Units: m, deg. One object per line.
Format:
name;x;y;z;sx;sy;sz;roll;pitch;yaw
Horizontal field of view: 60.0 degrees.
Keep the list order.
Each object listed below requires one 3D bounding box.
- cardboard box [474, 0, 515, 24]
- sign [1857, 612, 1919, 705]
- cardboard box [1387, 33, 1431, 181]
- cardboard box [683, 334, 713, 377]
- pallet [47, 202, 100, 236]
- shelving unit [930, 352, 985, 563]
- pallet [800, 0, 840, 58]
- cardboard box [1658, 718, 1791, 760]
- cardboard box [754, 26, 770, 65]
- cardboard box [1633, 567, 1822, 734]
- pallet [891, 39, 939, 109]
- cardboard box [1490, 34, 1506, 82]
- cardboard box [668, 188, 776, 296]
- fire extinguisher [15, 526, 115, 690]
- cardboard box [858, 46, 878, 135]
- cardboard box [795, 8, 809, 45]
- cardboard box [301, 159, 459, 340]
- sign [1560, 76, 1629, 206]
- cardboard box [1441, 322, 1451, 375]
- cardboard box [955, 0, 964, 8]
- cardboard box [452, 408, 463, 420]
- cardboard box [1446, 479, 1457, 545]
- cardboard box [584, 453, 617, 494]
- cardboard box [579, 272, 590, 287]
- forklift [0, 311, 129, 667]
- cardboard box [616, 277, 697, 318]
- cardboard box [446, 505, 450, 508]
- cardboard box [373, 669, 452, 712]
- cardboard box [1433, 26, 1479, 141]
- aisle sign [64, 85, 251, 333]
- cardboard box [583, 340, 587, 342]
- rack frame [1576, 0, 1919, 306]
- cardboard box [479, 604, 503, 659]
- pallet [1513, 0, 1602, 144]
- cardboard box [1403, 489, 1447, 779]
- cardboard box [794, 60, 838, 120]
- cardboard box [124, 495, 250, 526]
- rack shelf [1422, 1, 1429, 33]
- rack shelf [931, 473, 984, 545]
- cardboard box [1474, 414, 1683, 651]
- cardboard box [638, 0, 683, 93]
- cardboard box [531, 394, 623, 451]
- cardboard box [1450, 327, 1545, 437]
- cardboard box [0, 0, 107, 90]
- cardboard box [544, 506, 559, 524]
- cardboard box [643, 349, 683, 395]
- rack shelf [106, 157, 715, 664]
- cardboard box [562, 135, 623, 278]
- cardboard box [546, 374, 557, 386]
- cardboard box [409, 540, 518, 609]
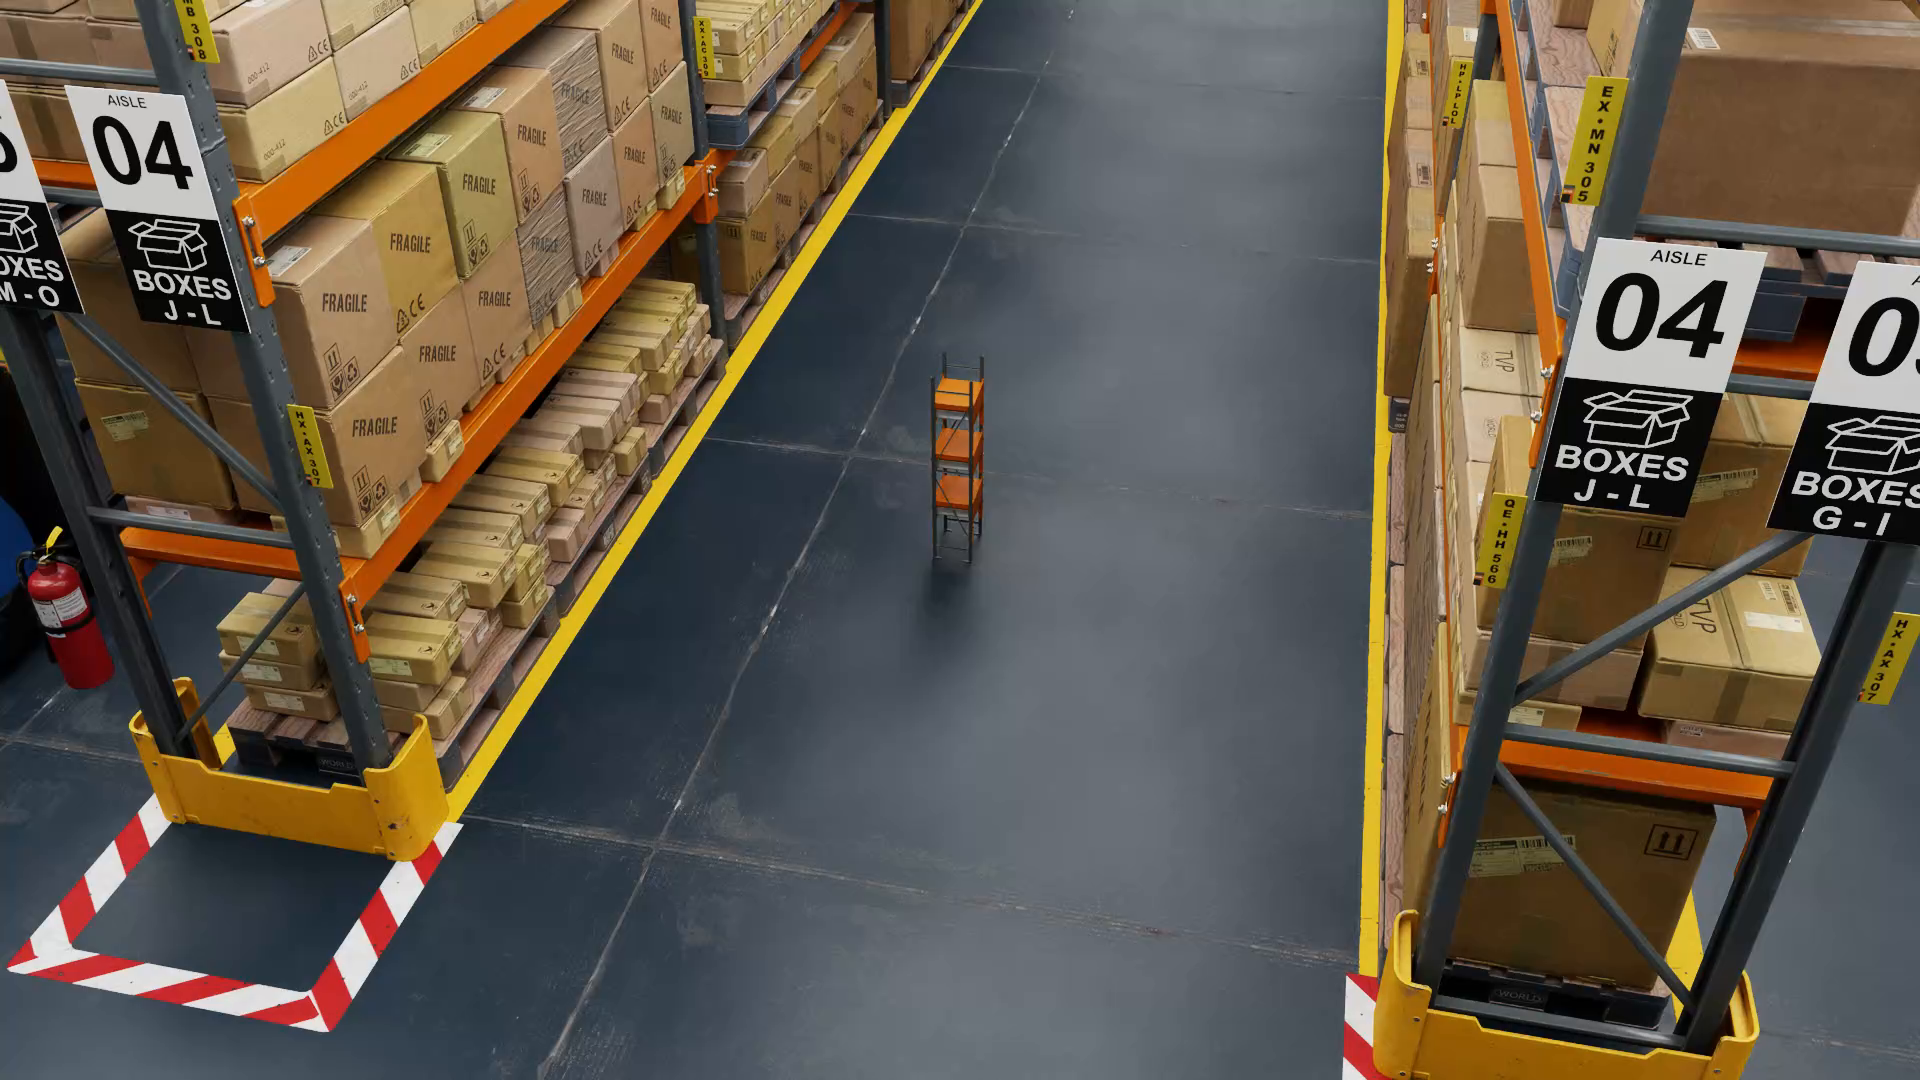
cardboard box;-2.065;-2.306;6.717;0.500;0.250;0.500;7;37;10
sign;2.619;0.336;4.695;0.100;0.325;0.005;7;37;10
cardboard box;3.619;-2.857;11.359;1.225;0.875;0.875;6;36;8
cardboard box;-1.642;-1.075;9.519;0.380;0.149;0.250;8;37;11
pallet;-6.658;-2.212;11.392;1.003;0.211;1.213;7;37;10
shelving unit;-0.011;-0.394;8.170;0.215;1.050;0.252;7;37;10
pallet;-1.420;-3.402;10.822;1.003;0.211;1.213;7;37;10
cardboard box;2.476;0.586;5.370;0.380;0.149;0.250;8;37;10
cardboard box;-1.305;-2.833;9.475;0.380;0.149;0.250;7;36;9
cardboard box;2.444;0.345;5.363;0.500;0.250;0.500;6;36;9
pallet;-0.795;-3.934;13.768;1.003;0.211;1.213;7;37;10
cardboard box;3.061;-2.461;8.420;0.797;0.503;0.637;6;36;9
cardboard box;-1.475;-1.875;10.324;0.500;0.500;0.500;9;37;12
fire extinguisher;-3.251;0.235;6.023;0.296;0.674;0.183;7;37;10
cardboard box;-0.922;-3.368;12.383;0.500;0.500;0.500;7;37;10
cardboard box;-1.139;-3.156;10.174;0.380;0.149;0.250;6;36;8
cardboard box;-2.289;-1.114;6.310;0.500;0.500;0.500;8;37;11
sign;1.551;-0.971;4.061;0.100;0.325;0.005;7;37;10
cardboard box;2.324;-0.818;7.307;0.380;0.149;0.250;7;36;9
cardboard box;-0.437;-5.253;14.771;1.050;0.750;0.750;7;37;10
cardboard box;-2.311;-0.541;6.925;0.380;0.149;0.250;9;37;12
cardboard box;2.049;-0.083;6.293;0.380;0.149;0.250;7;36;9
cardboard box;-1.985;-0.341;8.505;0.380;0.149;0.250;8;37;11
cardboard box;-2.002;-1.282;7.946;0.380;0.149;0.250;7;36;9
forklift;-4.721;-1.153;7.613;1.130;2.935;3.031;8;37;11
cardboard box;-1.713;-1.347;9.387;0.380;0.149;0.250;8;37;11
cardboard box;-2.632;-0.249;8.126;0.380;0.149;0.250;9;37;12
cardboard box;-2.383;0.562;7.007;0.380;0.149;0.250;9;37;12
cardboard box;2.983;-2.573;9.429;0.500;0.500;0.500;7;37;9
aisle sign;-2.468;-1.007;5.138;0.394;0.787;0.004;7;37;10
cardboard box;-2.265;-0.995;9.155;0.380;0.149;0.250;7;37;10
rack frame;2.078;-1.783;3.312;1.000;3.000;0.127;7;37;10
cardboard box;-2.299;0.387;7.502;0.380;0.149;0.250;8;37;10
pallet;2.485;-1.661;5.775;1.003;0.211;1.213;7;37;10
cardboard box;2.331;0.438;6.813;0.875;0.875;0.875;7;37;10
cardboard box;-1.148;-3.076;11.342;0.500;0.250;0.500;8;37;11
cardboard box;-2.952;-0.154;6.391;0.380;0.149;0.250;7;37;10
rack shelf;4.214;-4.796;13.194;1.077;0.370;4.000;7;37;10
rack shelf;-0.011;-0.161;8.339;0.215;0.259;0.240;7;37;10
cardboard box;1.925;-0.030;5.240;0.500;0.500;0.500;8;37;11
cardboard box;-1.728;-2.589;8.346;0.500;0.500;0.500;6;36;8
cardboard box;-1.920;-0.590;8.343;0.380;0.149;0.250;6;36;8
cardboard box;2.247;-0.607;6.675;0.500;0.250;0.500;7;37;10
cardboard box;-2.896;-1.686;5.436;0.500;0.250;0.500;6;36;9
cardboard box;-2.162;-0.198;8.055;0.380;0.149;0.250;9;37;12
cardboard box;-1.734;-0.930;9.065;0.380;0.149;0.250;6;36;8
rack shelf;-2.319;-0.889;7.804;1.077;0.370;4.000;7;37;10
cardboard box;-1.938;-1.593;7.823;0.500;0.500;0.500;7;37;10
cardboard box;-2.324;-0.958;8.850;0.380;0.149;0.250;6;36;9
cardboard box;-2.182;0.150;7.321;0.380;0.149;0.250;7;37;10
